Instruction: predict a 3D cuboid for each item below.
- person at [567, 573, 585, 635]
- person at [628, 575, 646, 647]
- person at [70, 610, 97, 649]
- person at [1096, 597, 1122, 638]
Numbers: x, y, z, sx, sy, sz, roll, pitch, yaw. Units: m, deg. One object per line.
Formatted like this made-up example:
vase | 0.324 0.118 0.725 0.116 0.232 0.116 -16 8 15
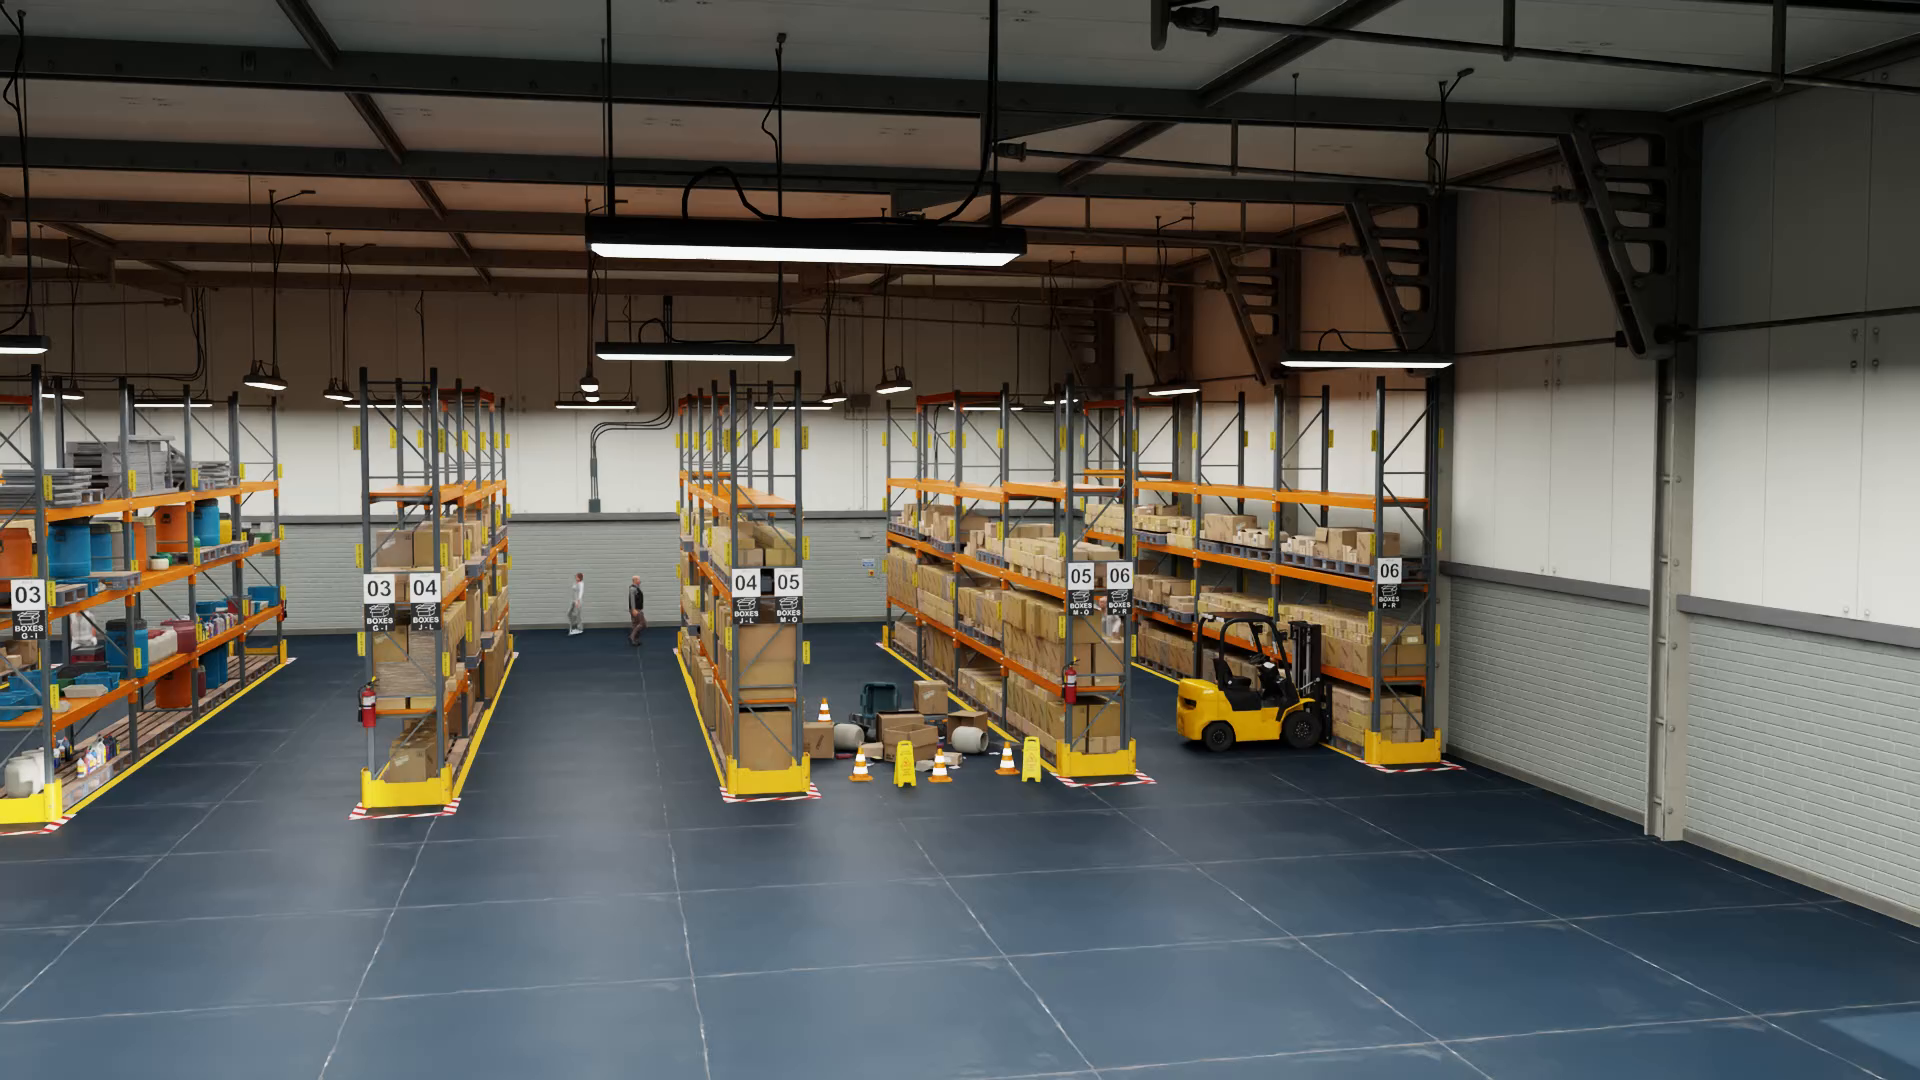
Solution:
person | -9.954 1.665 43.063 0.432 1.645 0.404 3 4 39
person | -7.877 1.718 40.557 0.429 1.727 0.563 -1 3 -12
person | -18.153 2.066 34.268 0.690 1.723 1.034 -1 3 -11
person | 3.075 2.053 35.530 0.754 1.689 0.638 0 3 -2
